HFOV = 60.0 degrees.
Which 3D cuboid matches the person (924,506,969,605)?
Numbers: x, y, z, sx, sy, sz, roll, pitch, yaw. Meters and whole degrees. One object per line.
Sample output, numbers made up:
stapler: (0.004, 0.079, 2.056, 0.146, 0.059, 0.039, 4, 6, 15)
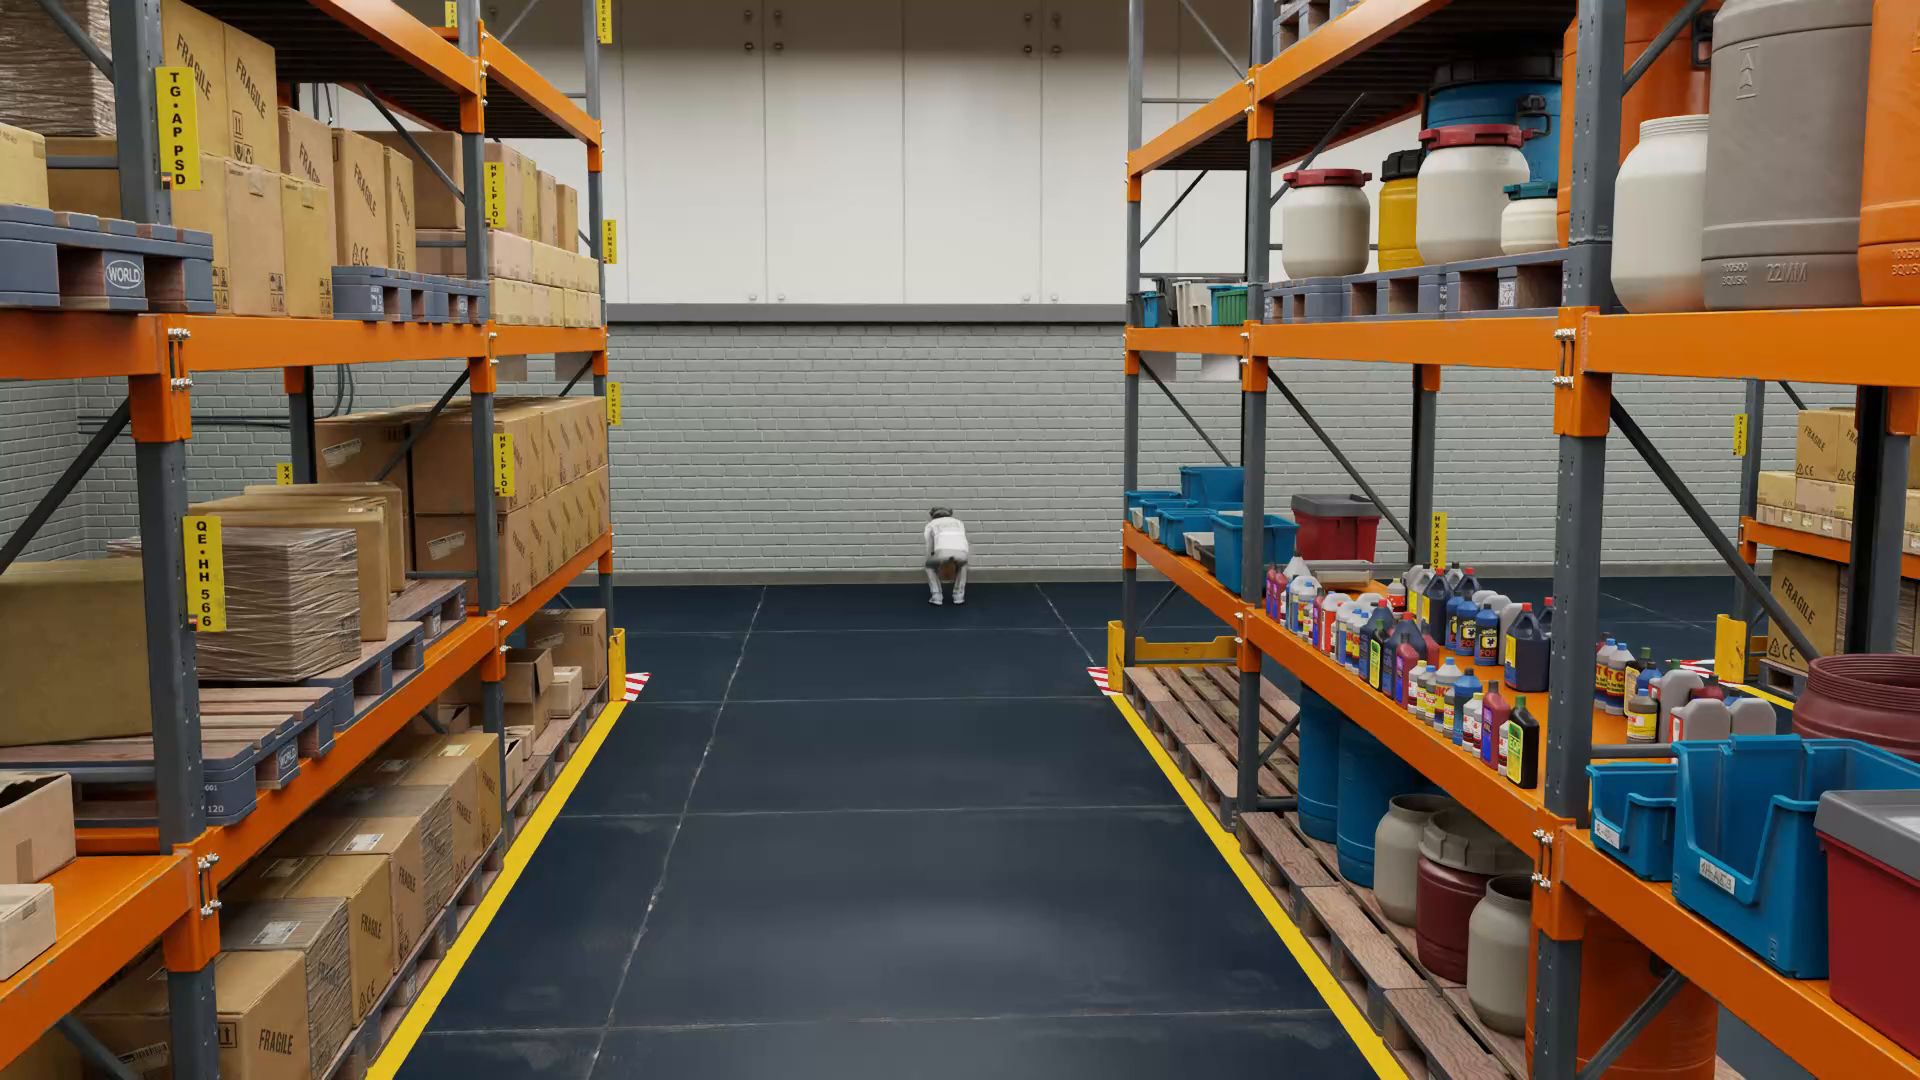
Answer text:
person: (-0.141, 0.160, 17.287, 0.454, 0.982, 0.883, -1, 7, -5)
